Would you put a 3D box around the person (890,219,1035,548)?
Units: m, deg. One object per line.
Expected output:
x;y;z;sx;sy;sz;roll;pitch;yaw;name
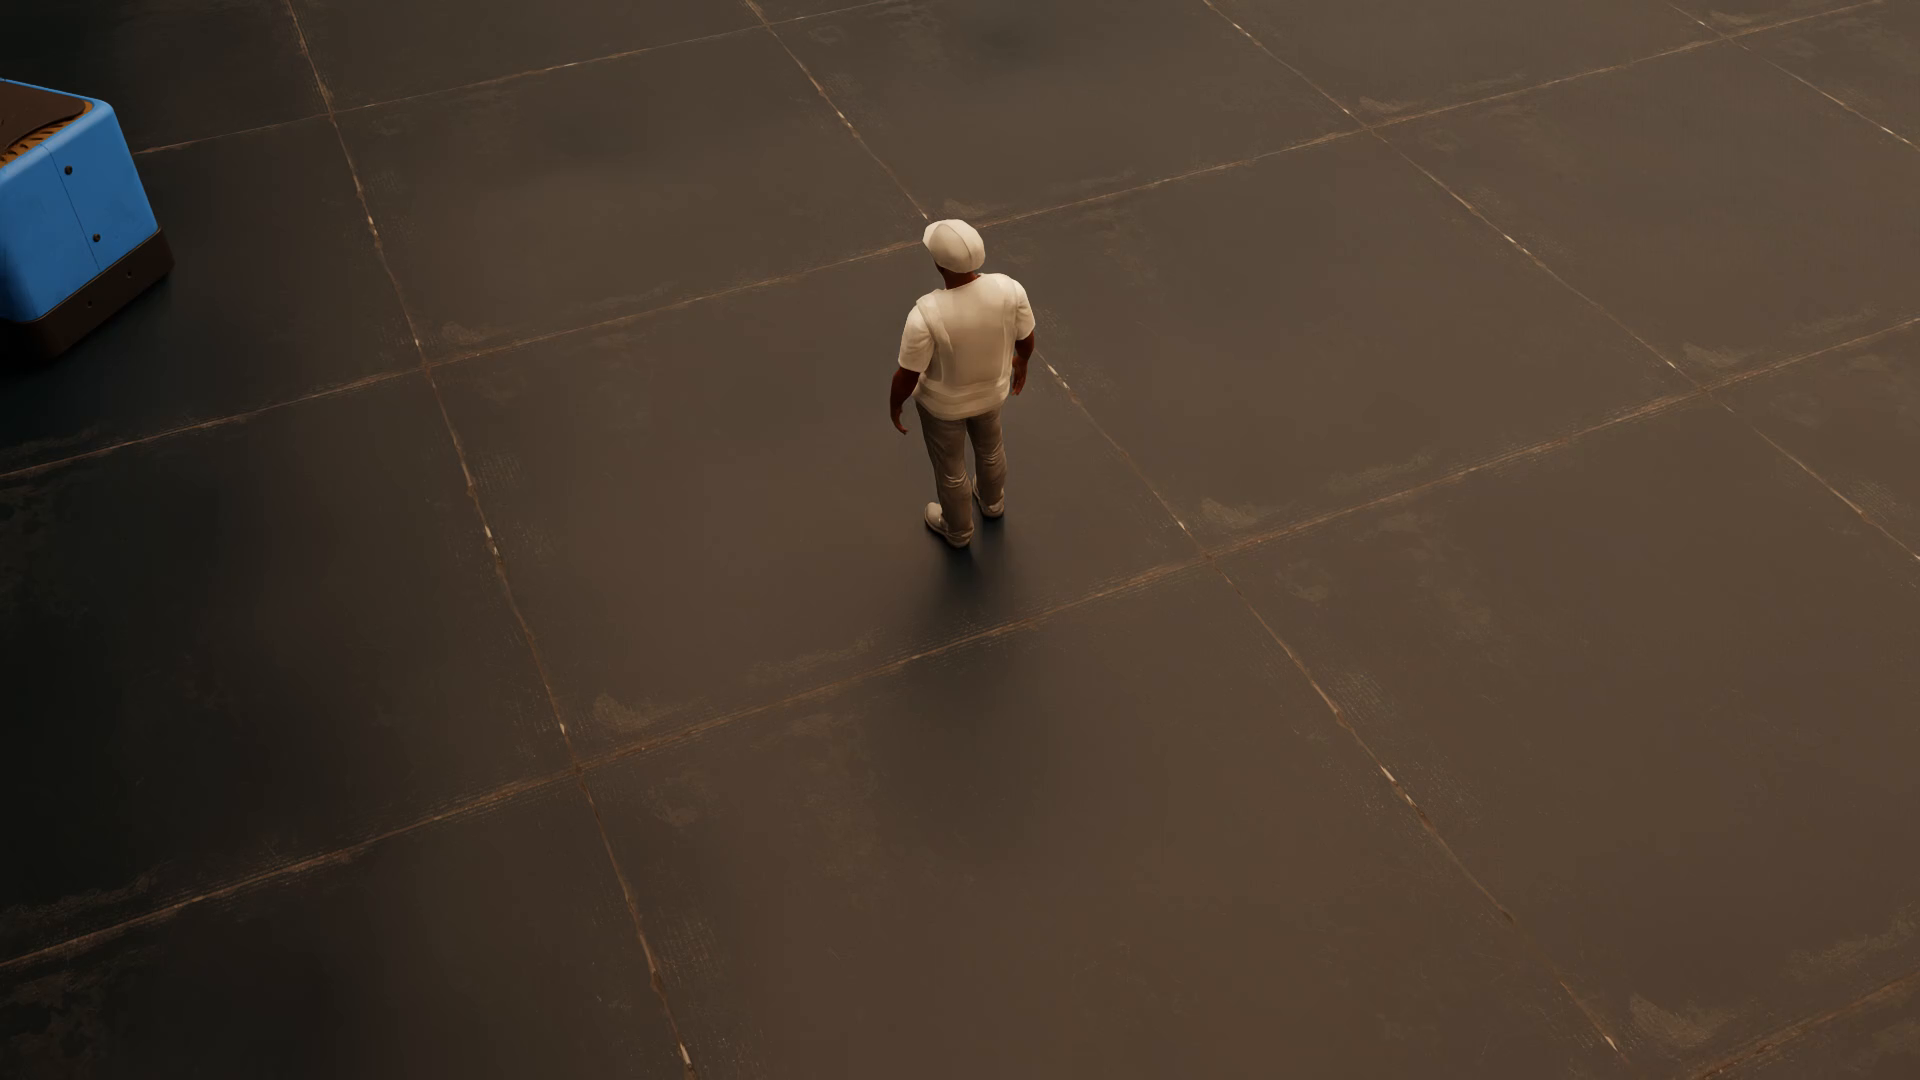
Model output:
-0.024;-0.696;7.269;0.665;1.768;0.575;-18;46;-18;person

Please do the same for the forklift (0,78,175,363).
-6.002;-2.643;8.512;3.031;2.935;1.130;15;45;15;forklift
